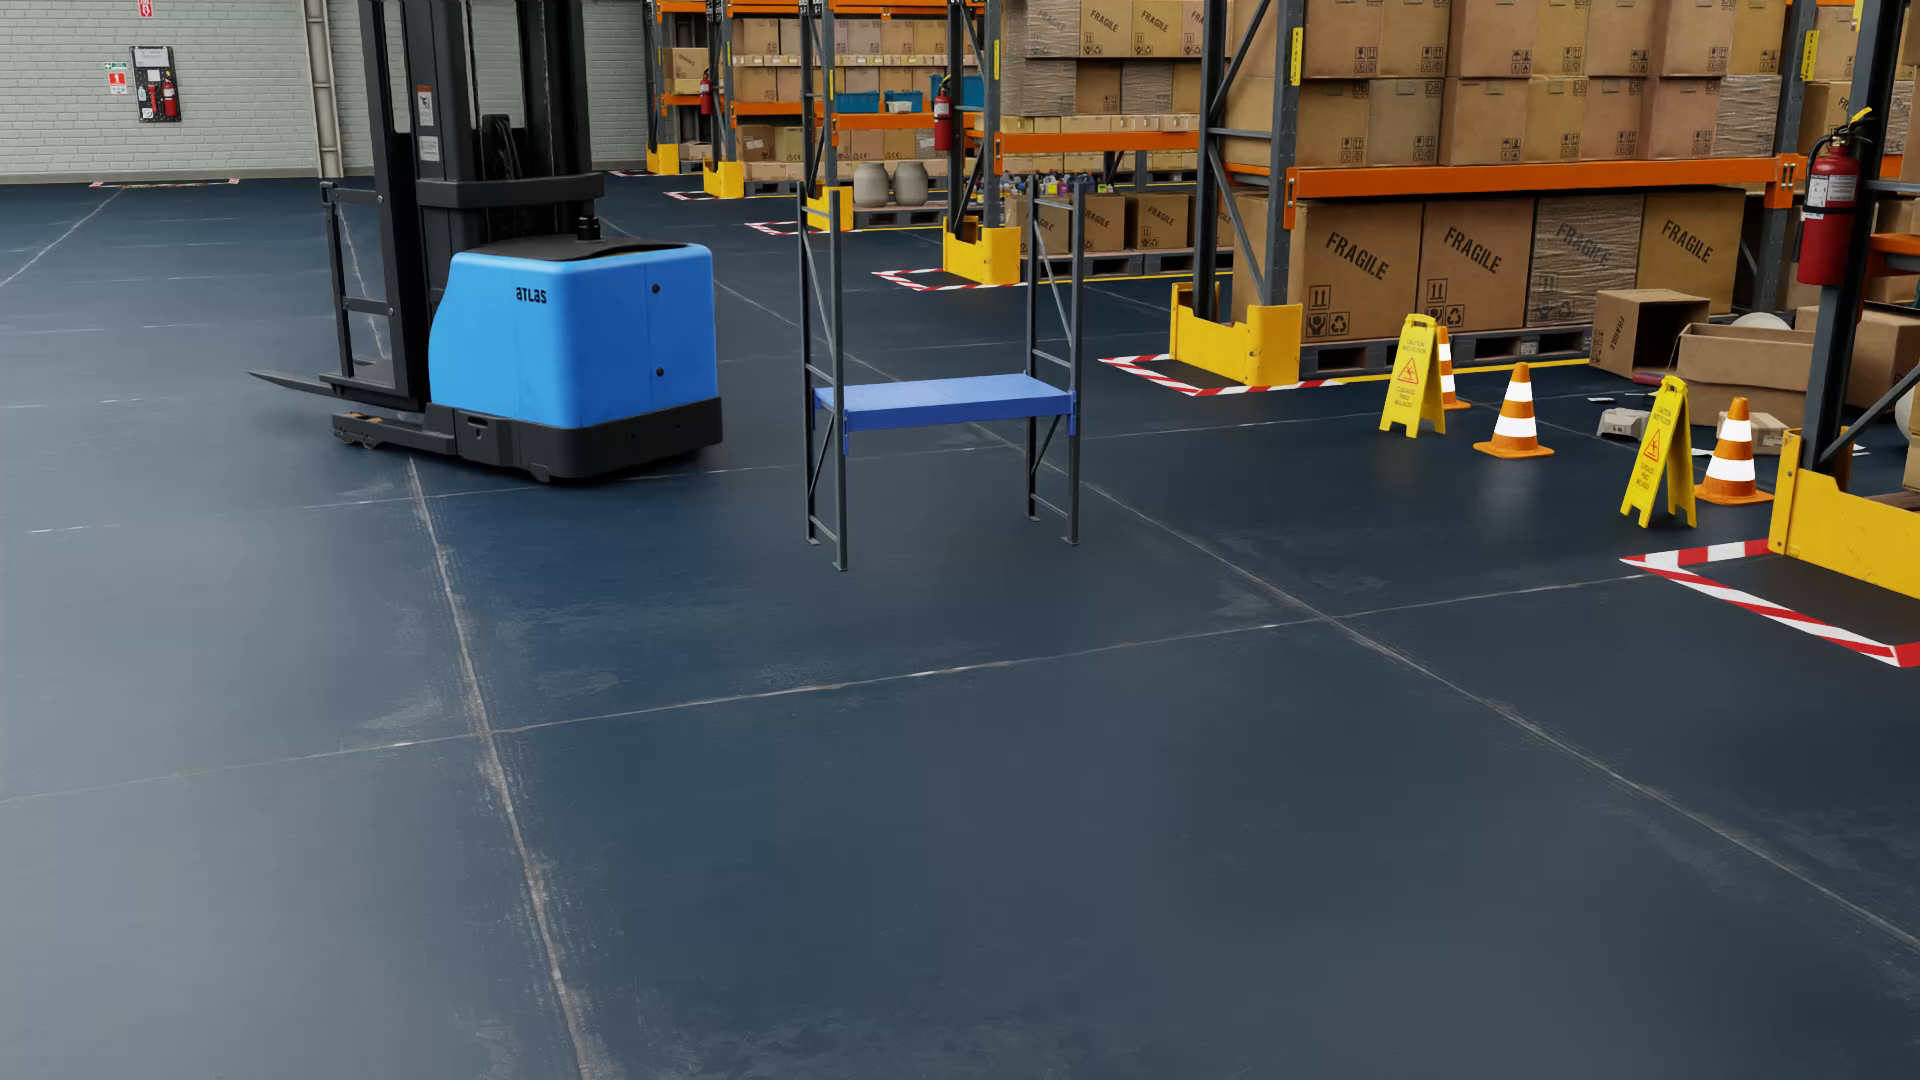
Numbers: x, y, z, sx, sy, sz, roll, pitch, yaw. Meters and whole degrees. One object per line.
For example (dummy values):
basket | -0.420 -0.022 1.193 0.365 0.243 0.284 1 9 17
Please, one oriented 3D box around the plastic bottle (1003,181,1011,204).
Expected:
plastic bottle | 0.566 -4.224 20.219 0.097 0.271 0.097 0 16 0

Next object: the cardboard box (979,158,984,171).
cardboard box | 0.598 -5.883 25.944 0.500 0.250 0.500 -6 18 -21

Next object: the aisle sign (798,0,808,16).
aisle sign | -1.826 -6.494 19.276 0.004 0.787 0.394 -6 17 -20

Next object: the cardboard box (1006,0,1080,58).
cardboard box | 0.731 -4.527 14.711 0.500 0.500 0.500 -6 17 -20

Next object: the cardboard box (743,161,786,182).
cardboard box | -2.841 -5.358 24.153 0.500 0.250 0.500 -6 17 -20

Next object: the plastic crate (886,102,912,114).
plastic crate | -0.701 -5.055 19.457 0.250 0.136 0.298 -6 17 -20

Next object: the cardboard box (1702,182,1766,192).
cardboard box | 8.242 -3.926 18.169 0.875 0.875 1.225 -7 18 -23

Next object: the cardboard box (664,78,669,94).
cardboard box | -4.830 -7.819 28.630 0.500 0.250 0.500 -6 17 -19

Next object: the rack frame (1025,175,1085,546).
rack frame | 0.395 -0.762 7.032 0.032 1.500 0.500 -6 17 -20

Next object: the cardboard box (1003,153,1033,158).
cardboard box | 0.789 -6.010 25.382 0.500 0.311 0.500 -6 17 -20

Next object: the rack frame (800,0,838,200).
rack frame | -1.652 -5.176 19.401 0.127 3.000 1.000 -6 17 -20

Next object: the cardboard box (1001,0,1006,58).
cardboard box | 0.545 -4.664 15.177 0.500 0.500 0.500 -6 17 -20

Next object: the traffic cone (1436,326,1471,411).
traffic cone | 2.805 -1.021 9.752 0.334 0.463 0.336 -6 17 -20

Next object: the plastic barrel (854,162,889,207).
plastic barrel | -1.065 -4.270 19.987 0.421 0.512 0.421 0 16 0

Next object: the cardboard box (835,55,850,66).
cardboard box | -1.776 -6.952 24.121 0.250 0.149 0.380 -6 18 -21

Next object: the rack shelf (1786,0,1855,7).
rack shelf | 11.421 -7.682 23.886 4.000 0.370 1.077 -6 17 -20

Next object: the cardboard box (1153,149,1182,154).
cardboard box | 3.165 -6.266 26.252 0.500 0.311 0.500 -6 18 -21

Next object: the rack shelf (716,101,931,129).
rack shelf | -1.554 -6.336 24.628 4.000 0.370 1.077 -6 17 -20

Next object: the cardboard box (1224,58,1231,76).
cardboard box | 2.503 -4.320 15.780 0.500 0.500 0.875 -6 17 -20

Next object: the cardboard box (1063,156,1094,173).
cardboard box | 1.740 -5.845 25.813 0.500 0.250 0.500 -7 18 -22

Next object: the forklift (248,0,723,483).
forklift | -2.709 -1.988 8.665 3.031 2.935 1.130 12 20 35

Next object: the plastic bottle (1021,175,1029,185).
plastic bottle | 0.835 -4.490 21.106 0.133 0.283 0.061 -5 17 -18

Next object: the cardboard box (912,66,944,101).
cardboard box | -0.588 -6.830 24.855 0.500 0.500 0.700 -6 18 -21

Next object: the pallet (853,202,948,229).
pallet | -0.838 -3.939 20.136 1.213 0.211 1.003 -6 17 -20

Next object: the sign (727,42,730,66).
sign | -3.228 -6.787 23.208 0.005 0.325 0.100 -6 17 -20

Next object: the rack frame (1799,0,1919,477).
rack frame | 3.666 -1.266 6.085 0.127 3.000 1.000 -6 17 -20

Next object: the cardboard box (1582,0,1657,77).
cardboard box | 4.153 -3.419 11.234 0.550 0.550 0.875 -6 17 -20

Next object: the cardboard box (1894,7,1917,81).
cardboard box | 6.477 -3.593 12.057 0.500 0.500 0.700 -6 18 -21

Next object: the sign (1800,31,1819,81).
sign | 5.736 -3.269 11.228 0.005 0.325 0.100 -6 17 -20

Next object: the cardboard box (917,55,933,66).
cardboard box | -0.583 -7.080 24.557 0.250 0.149 0.380 -6 17 -20

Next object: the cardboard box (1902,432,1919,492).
cardboard box | 4.347 -0.303 6.940 0.500 0.250 0.500 -6 17 -20

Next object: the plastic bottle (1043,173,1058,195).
plastic bottle | 1.104 -4.327 20.430 0.185 0.351 0.144 -6 17 -20

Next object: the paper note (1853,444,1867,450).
paper note | 4.683 -0.501 8.770 0.142 0.019 0.148 0 16 -1

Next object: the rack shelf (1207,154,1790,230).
rack shelf | 3.668 -2.414 11.273 4.000 0.370 1.077 -6 17 -20

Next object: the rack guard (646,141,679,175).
rack guard | -5.126 -6.591 28.656 0.348 0.500 1.175 -6 17 -20

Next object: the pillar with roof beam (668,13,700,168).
pillar with roof beam | -3.313 -9.827 24.590 0.400 9.000 9.100 -6 17 -20

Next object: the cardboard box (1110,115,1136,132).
cardboard box | 1.413 -3.814 15.208 0.250 0.149 0.380 -6 17 -20

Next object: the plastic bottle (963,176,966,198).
plastic bottle | 0.009 -4.401 20.802 0.133 0.283 0.061 -6 17 -19

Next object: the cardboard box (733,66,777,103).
cardboard box | -2.981 -6.571 23.975 0.500 0.500 0.700 -6 17 -20

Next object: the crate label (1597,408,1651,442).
crate label | 3.603 -0.628 8.995 0.250 0.136 0.298 13 21 37

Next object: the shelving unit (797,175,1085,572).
shelving unit | -0.080 -0.711 6.858 1.048 1.500 0.538 -6 17 -20

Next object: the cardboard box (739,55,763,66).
cardboard box | -2.978 -6.822 23.677 0.250 0.149 0.380 -6 18 -20

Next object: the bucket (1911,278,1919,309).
bucket | 6.234 -1.500 9.993 0.620 0.611 0.726 9 16 -4

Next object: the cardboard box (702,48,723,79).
cardboard box | -4.179 -8.096 28.245 0.500 0.500 0.500 -6 17 -20

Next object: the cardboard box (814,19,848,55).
cardboard box | -1.972 -7.305 24.170 0.500 0.500 0.700 -6 17 -20

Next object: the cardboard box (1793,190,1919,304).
cardboard box | 6.985 -2.266 12.737 0.750 0.750 1.050 -6 17 -20

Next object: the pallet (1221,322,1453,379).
pallet | 2.519 -1.321 11.222 1.213 0.211 1.003 -6 17 -20

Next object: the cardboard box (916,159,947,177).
cardboard box | -0.511 -5.613 25.024 0.500 0.250 0.500 -6 17 -20

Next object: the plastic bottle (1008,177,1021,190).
plastic bottle | 0.684 -4.413 20.856 0.135 0.276 0.152 -6 17 -20

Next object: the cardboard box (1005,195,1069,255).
cardboard box | 0.709 -2.934 15.456 0.500 0.500 0.500 -3 17 -10

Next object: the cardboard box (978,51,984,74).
cardboard box | 0.154 -8.617 30.158 0.500 0.500 0.700 -4 17 -12

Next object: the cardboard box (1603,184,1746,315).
cardboard box | 4.923 -2.098 11.945 0.875 0.875 0.875 -6 17 -19

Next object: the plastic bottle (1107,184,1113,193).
plastic bottle | 1.856 -4.329 20.703 0.097 0.201 0.097 0 16 0

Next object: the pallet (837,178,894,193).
pallet | -1.585 -5.352 24.949 1.213 0.211 1.003 -6 17 -20

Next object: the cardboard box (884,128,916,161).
cardboard box | -0.977 -5.922 24.745 0.500 0.500 0.500 -6 17 -20

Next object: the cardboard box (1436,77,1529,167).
cardboard box | 3.204 -2.764 10.920 0.550 0.550 0.875 -6 17 -20

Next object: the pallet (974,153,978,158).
pallet | 0.406 -7.051 30.735 1.213 0.211 1.003 -6 17 -20
